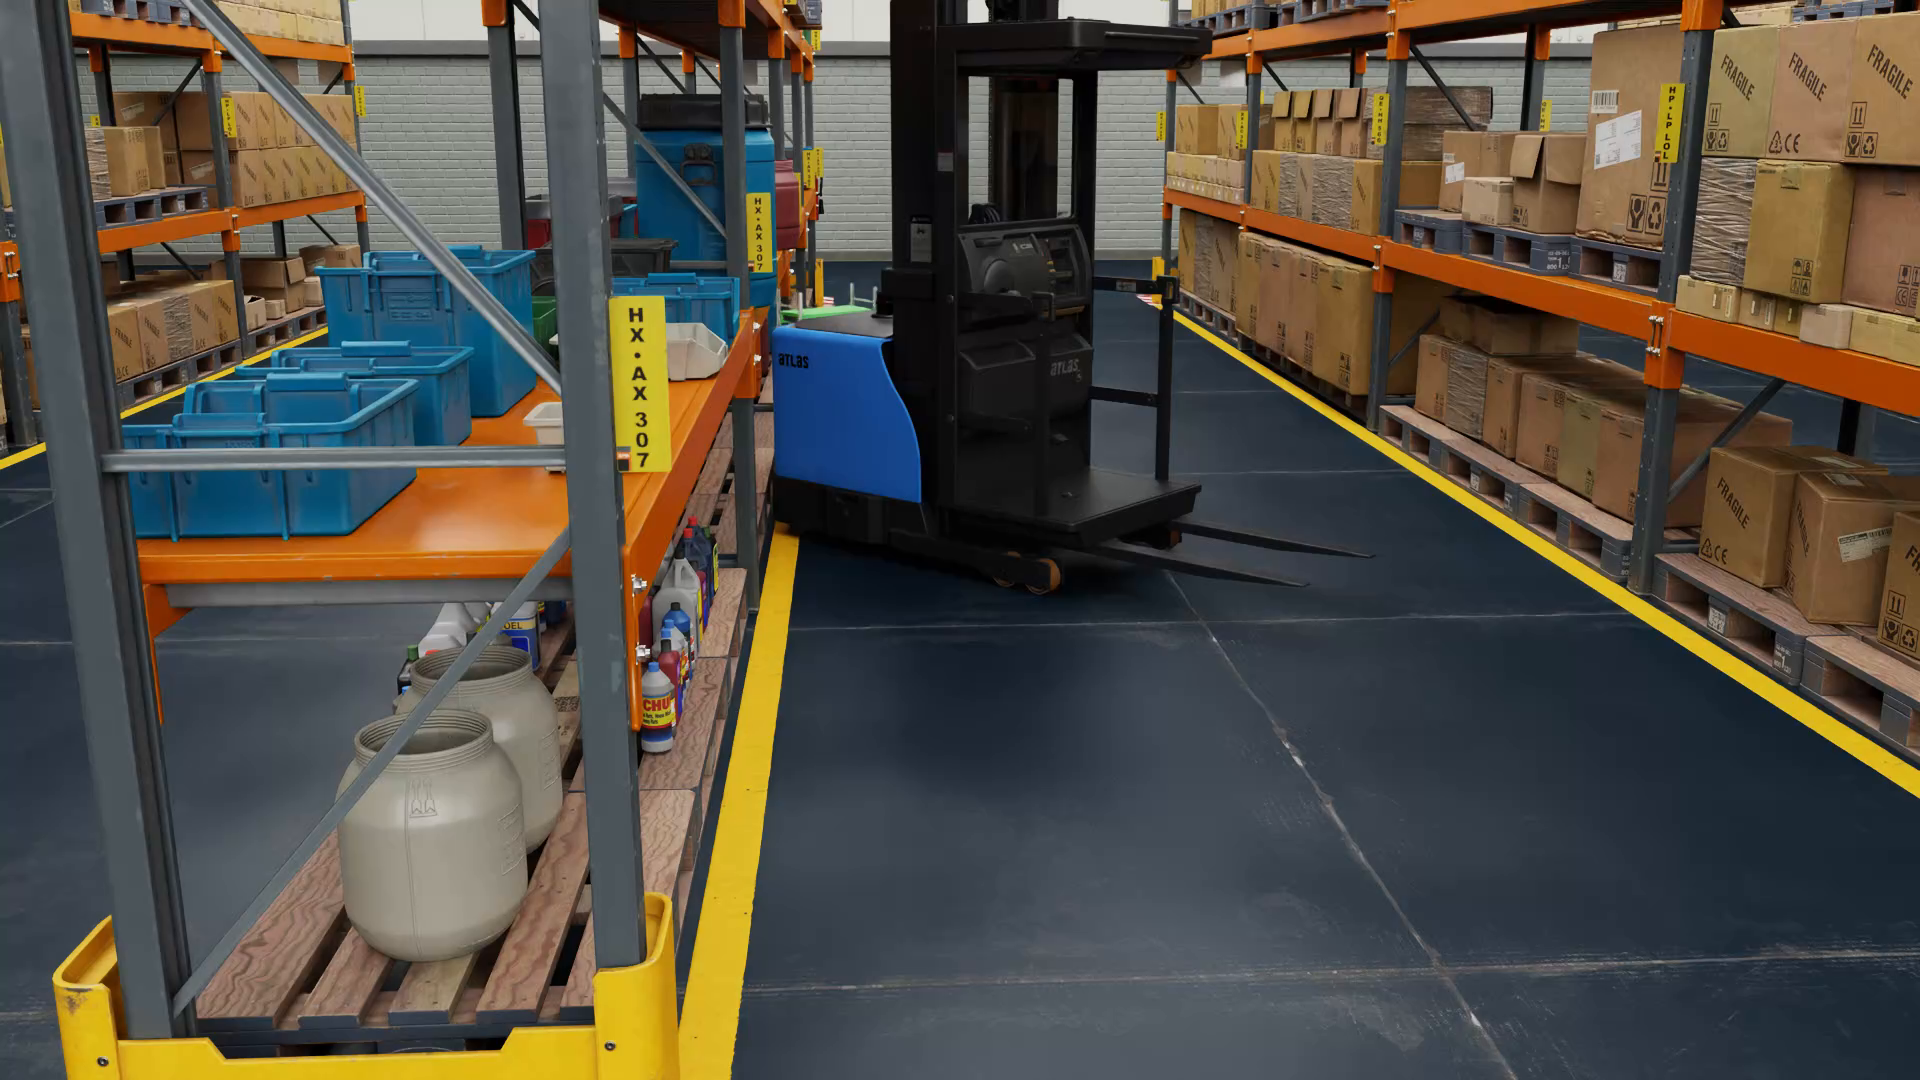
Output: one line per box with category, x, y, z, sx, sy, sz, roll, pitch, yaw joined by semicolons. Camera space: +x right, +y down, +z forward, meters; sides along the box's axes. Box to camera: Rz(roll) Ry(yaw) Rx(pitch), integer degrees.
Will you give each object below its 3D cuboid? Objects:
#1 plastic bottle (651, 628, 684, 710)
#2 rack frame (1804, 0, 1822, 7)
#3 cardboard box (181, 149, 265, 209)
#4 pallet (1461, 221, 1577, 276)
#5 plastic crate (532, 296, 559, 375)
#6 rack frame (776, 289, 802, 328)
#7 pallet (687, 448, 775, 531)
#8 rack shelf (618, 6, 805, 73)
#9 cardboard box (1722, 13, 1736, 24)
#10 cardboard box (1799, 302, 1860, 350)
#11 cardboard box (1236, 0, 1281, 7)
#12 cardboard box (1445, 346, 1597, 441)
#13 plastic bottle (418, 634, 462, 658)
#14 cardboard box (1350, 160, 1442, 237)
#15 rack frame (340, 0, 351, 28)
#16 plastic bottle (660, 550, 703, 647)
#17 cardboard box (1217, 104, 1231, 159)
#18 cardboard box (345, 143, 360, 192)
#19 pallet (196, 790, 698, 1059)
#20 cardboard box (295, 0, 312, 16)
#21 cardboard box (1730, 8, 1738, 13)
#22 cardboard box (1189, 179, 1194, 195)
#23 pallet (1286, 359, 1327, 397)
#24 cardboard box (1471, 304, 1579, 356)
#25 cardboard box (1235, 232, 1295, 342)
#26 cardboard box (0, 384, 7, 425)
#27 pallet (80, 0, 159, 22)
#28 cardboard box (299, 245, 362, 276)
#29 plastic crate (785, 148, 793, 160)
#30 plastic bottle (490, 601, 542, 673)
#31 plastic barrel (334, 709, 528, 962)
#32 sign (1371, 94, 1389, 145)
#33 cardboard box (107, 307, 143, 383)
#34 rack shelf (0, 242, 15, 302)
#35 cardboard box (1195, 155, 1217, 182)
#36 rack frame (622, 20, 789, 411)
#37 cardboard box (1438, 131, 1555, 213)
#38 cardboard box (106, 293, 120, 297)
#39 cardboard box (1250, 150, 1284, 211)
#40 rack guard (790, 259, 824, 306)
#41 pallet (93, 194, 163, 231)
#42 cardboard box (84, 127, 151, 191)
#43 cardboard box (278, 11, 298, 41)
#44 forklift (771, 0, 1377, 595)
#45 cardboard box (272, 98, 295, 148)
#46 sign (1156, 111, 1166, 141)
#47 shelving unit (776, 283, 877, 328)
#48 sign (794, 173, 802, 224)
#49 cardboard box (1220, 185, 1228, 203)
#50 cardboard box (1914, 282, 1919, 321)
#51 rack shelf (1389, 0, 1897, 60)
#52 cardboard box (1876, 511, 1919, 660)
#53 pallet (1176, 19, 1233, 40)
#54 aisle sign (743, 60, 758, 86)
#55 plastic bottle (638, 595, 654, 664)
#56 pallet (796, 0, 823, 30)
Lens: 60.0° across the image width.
plastic bottle;-0.959;0.424;5.451;0.097;0.271;0.097;0;14;0
rack frame;8.020;-6.161;14.413;1.000;3.000;0.127;-1;14;-3
cardboard box;-6.584;-3.232;14.866;0.500;0.500;0.500;-1;14;-2
pallet;3.475;-1.625;9.207;1.003;0.211;1.213;-1;14;-3
plastic crate;-1.582;-0.694;5.628;0.450;0.188;0.662;-1;14;-3
rack frame;-0.917;-0.751;9.030;0.015;1.200;0.240;-11;18;-37
pallet;-1.550;-0.287;9.217;1.003;0.211;1.213;-1;14;-3
rack shelf;-1.756;-3.735;12.446;1.077;0.370;4.000;-1;14;-3
cardboard box;7.669;-5.004;16.237;0.500;0.250;0.500;-1;14;-4
cardboard box;3.317;-0.786;6.065;0.380;0.149;0.250;-1;14;-3
cardboard box;2.955;-5.151;15.262;0.700;0.500;0.500;-2;15;-7
cardboard box;3.420;-0.908;10.169;0.700;0.500;0.500;-2;15;-8
plastic bottle;-1.676;0.450;5.343;0.152;0.276;0.135;-1;14;-3
cardboard box;3.034;-2.377;11.543;0.500;0.500;0.500;0;14;-2
rack frame;-7.072;-6.952;17.488;1.000;3.000;0.127;-1;14;-3
plastic bottle;-1.025;0.215;6.103;0.144;0.351;0.185;-1;14;-4
cardboard box;2.741;-3.874;15.761;0.500;0.500;0.500;-1;14;-3
cardboard box;-6.772;-3.988;17.807;0.500;0.500;0.500;0;14;-2
pallet;-1.233;0.987;4.268;1.003;0.211;1.213;-1;14;-3
cardboard box;-6.727;-5.297;16.370;0.500;0.250;0.500;-1;14;-3
cardboard box;7.680;-5.248;16.181;0.500;0.250;0.500;0;14;-1
cardboard box;2.590;-3.664;17.252;0.380;0.149;0.250;-1;14;-4
pallet;3.265;-1.359;13.384;1.003;0.211;1.213;-1;14;-3
cardboard box;3.426;-1.277;10.099;0.500;0.250;0.500;1;14;3
cardboard box;3.123;-2.220;14.555;1.225;0.875;0.875;-1;14;-3
cardboard box;-6.300;-0.802;10.299;0.500;0.250;0.500;-1;14;-2
pallet;-6.786;-3.993;12.382;1.213;0.211;1.003;-1;14;-3
cardboard box;-6.792;-2.918;17.982;0.500;0.500;0.500;-1;14;-3
plastic crate;-1.685;-3.414;15.526;0.402;0.464;0.583;-1;14;-3
plastic bottle;-1.564;0.319;5.850;0.152;0.276;0.135;-1;14;-3
plastic barrel;-1.253;0.696;3.953;0.421;0.512;0.421;0;14;0
sign;2.758;-2.761;10.913;0.100;0.325;0.005;-1;14;-3
cardboard box;-6.383;-1.432;12.208;0.500;0.500;0.500;-1;14;-4
rack shelf;-6.452;-1.212;8.659;1.077;0.370;4.000;-1;14;-3
cardboard box;2.680;-3.763;16.836;0.500;0.250;0.500;-1;14;-5
rack frame;-1.632;-2.133;10.797;1.000;3.000;0.127;-1;14;-3
cardboard box;3.385;-2.328;10.509;0.500;0.500;0.500;-3;15;-10
cardboard box;-6.970;-1.674;13.145;0.500;0.500;0.500;-1;14;-3
cardboard box;2.843;-3.134;14.488;0.500;0.500;0.500;-1;14;-3
rack guard;-2.142;-2.918;18.863;1.175;0.500;0.348;-1;14;-3
pallet;-6.701;-2.448;12.406;1.003;0.211;1.213;-1;14;-3
cardboard box;-6.912;-3.013;13.172;0.700;0.500;0.500;1;14;5
cardboard box;-6.698;-4.930;15.949;0.500;0.250;0.500;-1;14;-3
forklift;0.480;-1.319;7.772;3.031;2.935;1.130;12;19;38
cardboard box;-6.636;-3.963;15.700;0.500;0.500;0.500;-1;14;-5
sign;2.261;-4.650;18.681;0.100;0.325;0.005;-1;14;-3
shelving unit;-0.725;-0.788;9.177;0.503;1.200;0.258;-11;18;-37
sign;-1.083;-2.222;10.816;0.100;0.325;0.005;-1;14;-3
cardboard box;2.686;-3.281;15.764;0.380;0.149;0.250;-1;14;-4
cardboard box;3.642;-0.922;5.291;0.875;0.500;0.500;-1;14;-3
rack shelf;3.435;-2.816;8.876;1.077;0.370;4.000;-1;14;-3
cardboard box;3.704;0.188;5.949;0.500;0.500;0.500;-2;15;-8
pallet;2.872;-5.424;17.747;1.003;0.211;1.213;-1;14;-3
aisle sign;-2.429;-5.395;18.257;0.394;0.787;0.004;-1;14;-3
plastic bottle;-1.125;0.290;5.947;0.061;0.283;0.133;-1;14;-3
pallet;-1.734;-4.296;13.561;1.213;0.211;1.003;-1;14;-3
